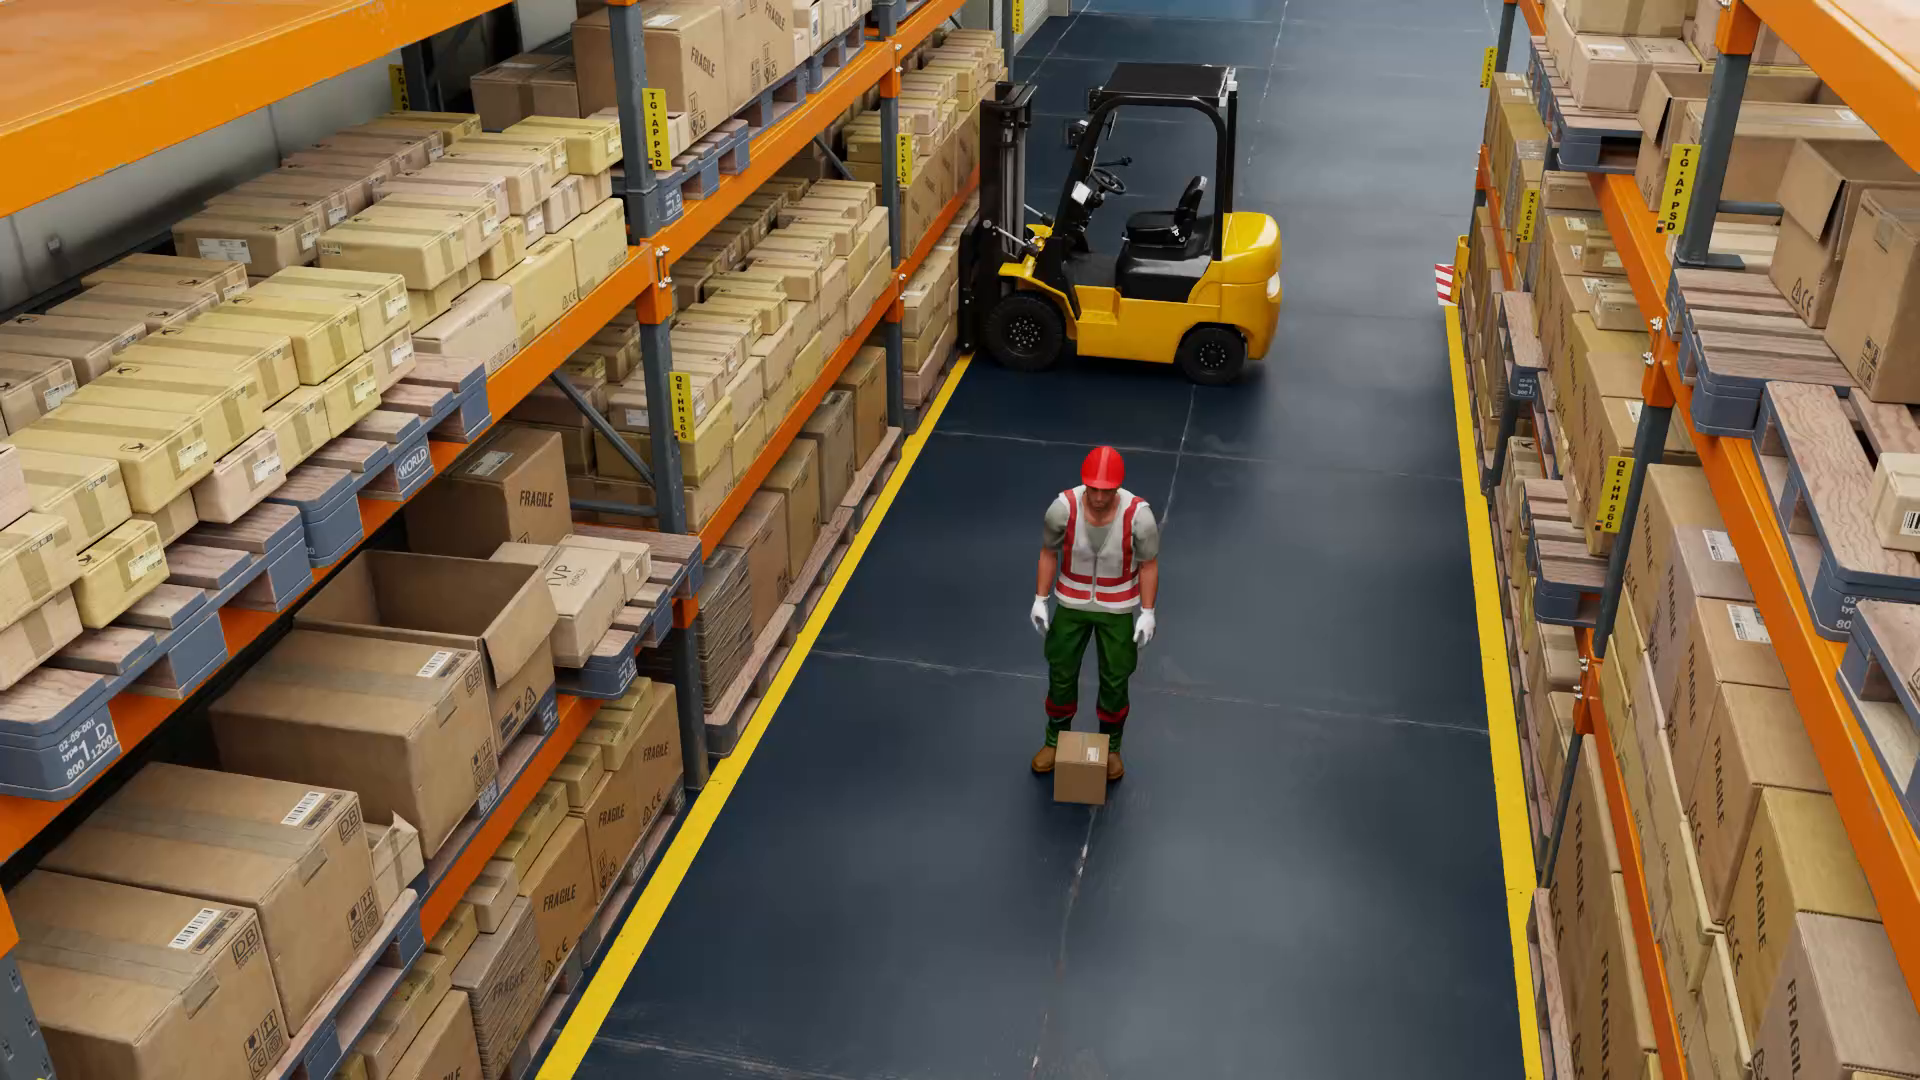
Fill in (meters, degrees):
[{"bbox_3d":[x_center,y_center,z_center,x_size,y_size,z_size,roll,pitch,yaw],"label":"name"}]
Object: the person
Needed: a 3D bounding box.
[{"bbox_3d":[0.644,0.340,7.982,0.608,1.780,0.448,6,29,11],"label":"person"}]
